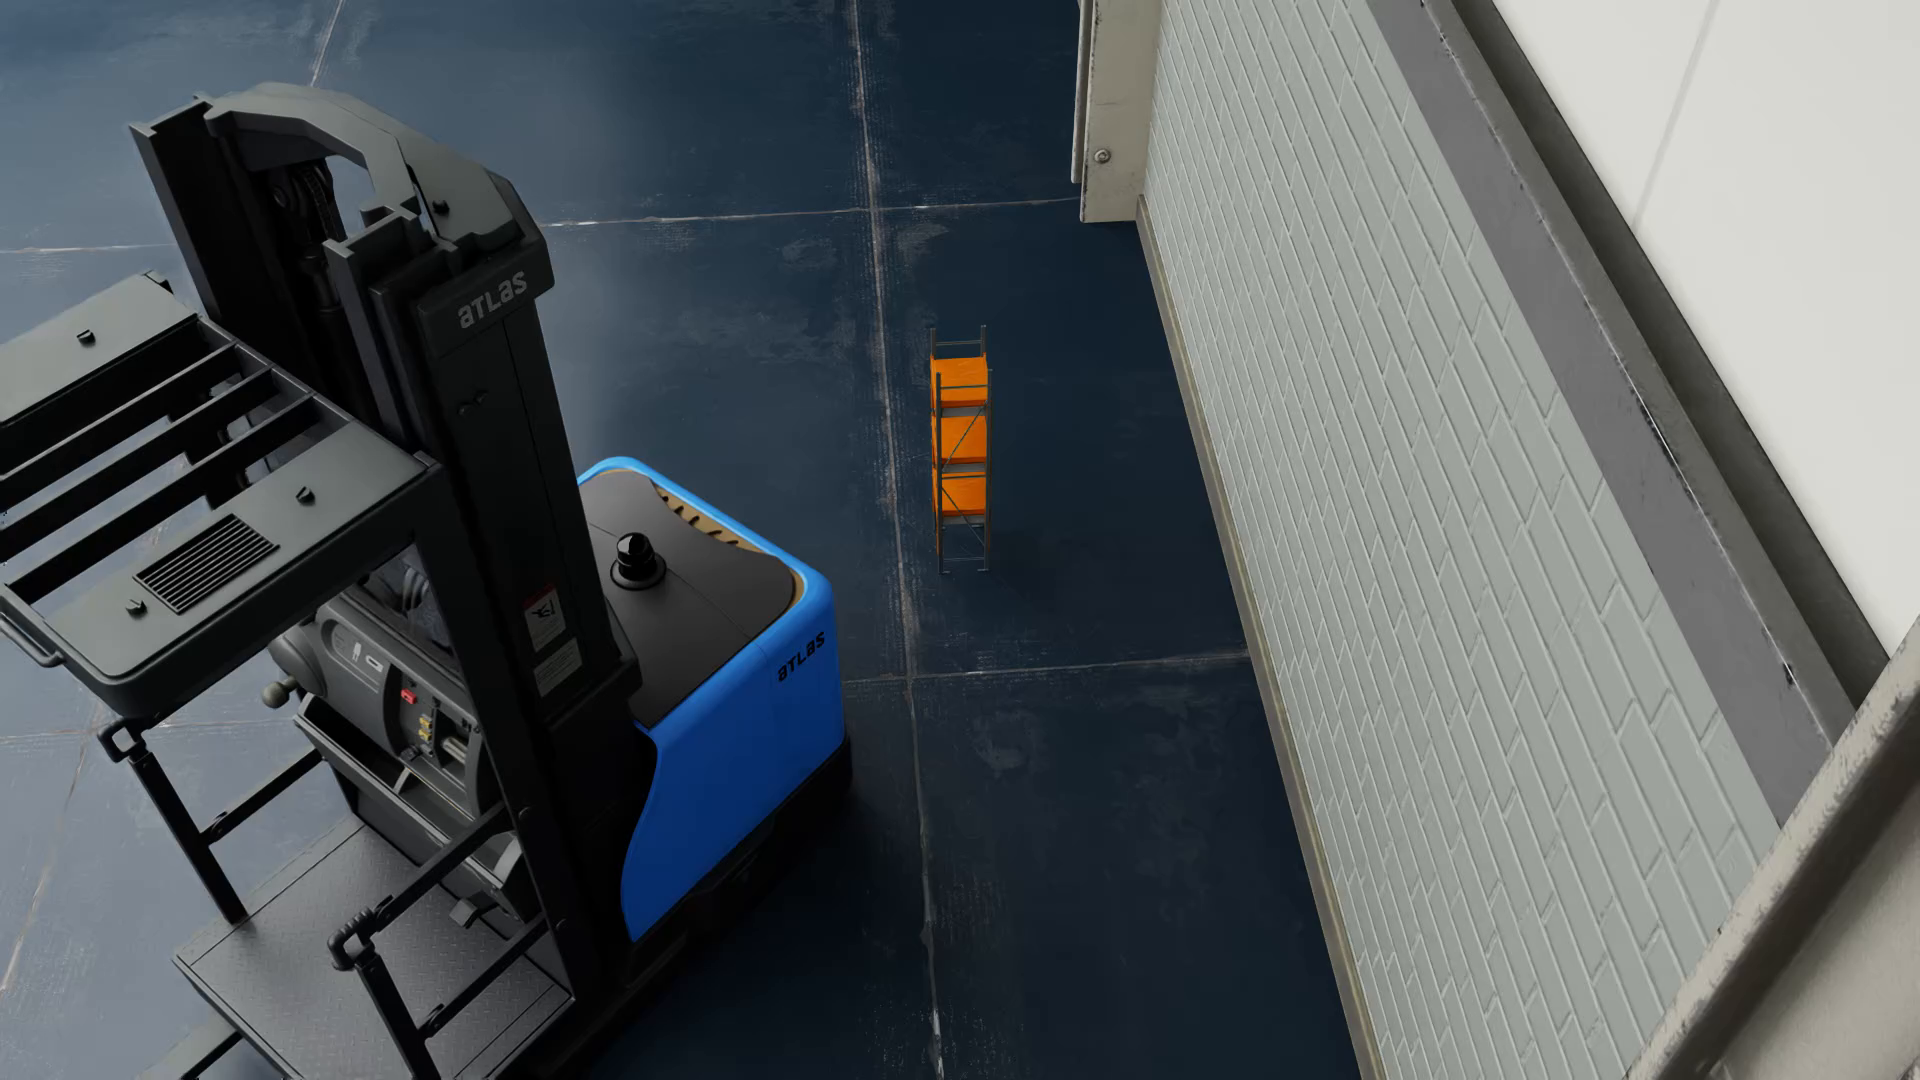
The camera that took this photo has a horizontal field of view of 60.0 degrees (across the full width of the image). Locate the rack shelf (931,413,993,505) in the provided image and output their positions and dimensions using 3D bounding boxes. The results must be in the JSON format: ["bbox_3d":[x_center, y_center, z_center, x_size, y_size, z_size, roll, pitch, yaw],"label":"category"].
[{"bbox_3d":[0.004,-0.315,6.340,0.215,0.259,0.240,-3,47,-3],"label":"rack shelf"}]

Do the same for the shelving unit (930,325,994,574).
[{"bbox_3d":[0.004,-0.322,6.332,0.215,1.050,0.252,-3,47,-3],"label":"shelving unit"}]

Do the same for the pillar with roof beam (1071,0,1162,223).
[{"bbox_3d":[-3.552,-4.558,4.869,9.100,9.000,0.400,-3,47,-3],"label":"pillar with roof beam"}]

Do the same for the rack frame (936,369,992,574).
[{"bbox_3d":[0.015,-0.234,6.249,0.200,1.050,0.008,-3,47,-3],"label":"rack frame"}]

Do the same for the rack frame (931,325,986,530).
[{"bbox_3d":[-0.006,-0.411,6.416,0.200,1.050,0.008,-3,47,-3],"label":"rack frame"}]

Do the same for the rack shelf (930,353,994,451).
[{"bbox_3d":[0.004,-0.510,6.134,0.215,0.259,0.240,-3,47,-3],"label":"rack shelf"}]

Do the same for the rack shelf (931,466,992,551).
[{"bbox_3d":[0.004,-0.124,6.542,0.215,0.259,0.240,-3,47,-3],"label":"rack shelf"}]

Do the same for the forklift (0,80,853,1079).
[{"bbox_3d":[-1.691,0.479,4.278,1.130,2.935,3.031,30,54,25],"label":"forklift"}]
